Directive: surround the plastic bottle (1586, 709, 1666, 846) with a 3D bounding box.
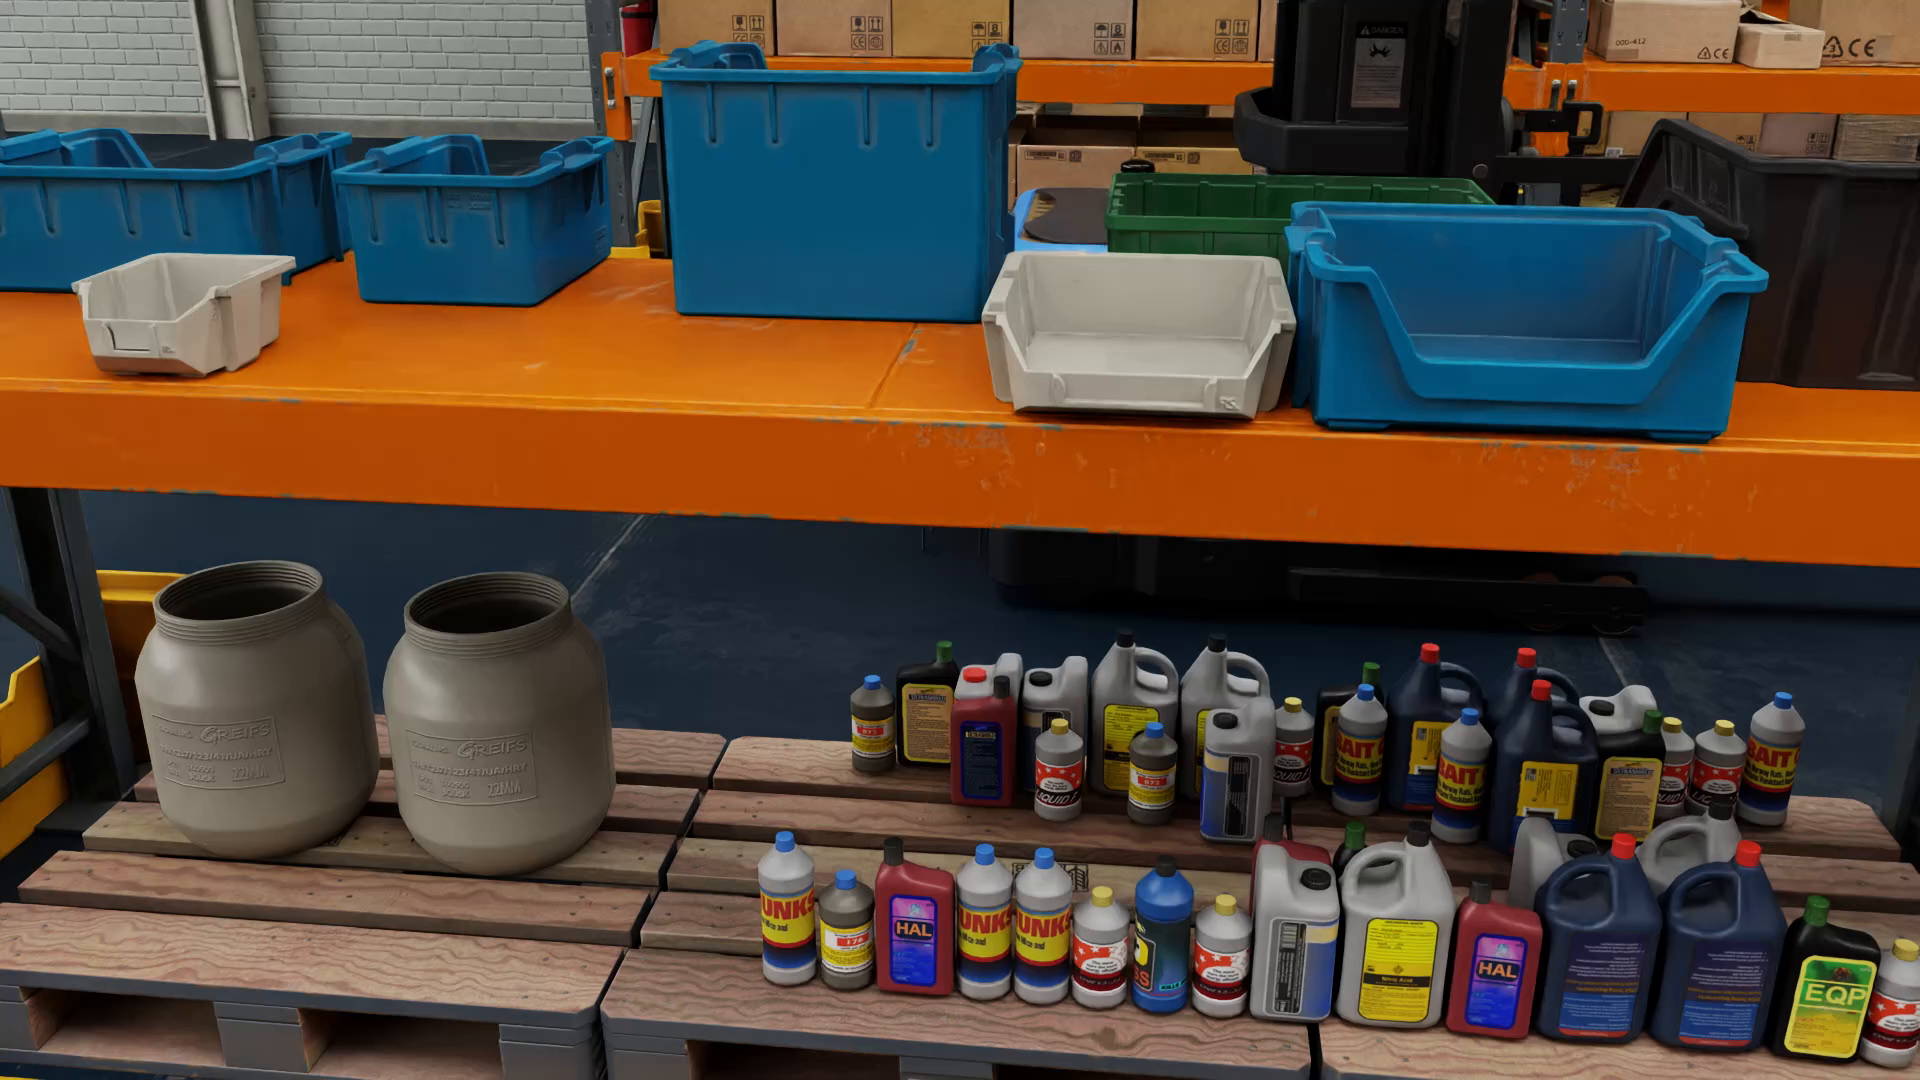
[{"bbox_3d":[1.309,0.466,3.278,0.133,0.283,0.061,2,22,6],"label":"plastic bottle"}]

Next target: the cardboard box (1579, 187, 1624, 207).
[{"bbox_3d":[2.878,-1.331,7.132,0.500,0.311,0.500,3,22,6],"label":"cardboard box"}]

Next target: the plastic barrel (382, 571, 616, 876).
[{"bbox_3d":[-0.902,0.357,3.270,0.421,0.512,0.421,0,22,0],"label":"plastic barrel"}]

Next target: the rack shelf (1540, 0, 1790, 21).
[{"bbox_3d":[5.062,-3.650,11.571,4.000,0.370,1.077,2,22,6],"label":"rack shelf"}]

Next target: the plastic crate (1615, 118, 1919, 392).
[{"bbox_3d":[1.405,-0.494,2.694,0.504,0.338,0.767,2,22,6],"label":"plastic crate"}]

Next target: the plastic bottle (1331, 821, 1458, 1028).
[{"bbox_3d":[0.725,0.628,2.775,0.185,0.351,0.144,2,22,6],"label":"plastic bottle"}]

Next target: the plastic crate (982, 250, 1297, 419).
[{"bbox_3d":[0.268,-0.309,2.501,0.437,0.136,0.530,2,22,6],"label":"plastic crate"}]

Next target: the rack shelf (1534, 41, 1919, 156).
[{"bbox_3d":[4.483,-1.841,6.996,4.000,0.370,1.077,2,22,6],"label":"rack shelf"}]

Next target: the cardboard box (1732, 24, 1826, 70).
[{"bbox_3d":[3.352,-2.033,6.843,0.250,0.149,0.380,2,22,6],"label":"cardboard box"}]

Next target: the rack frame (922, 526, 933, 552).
[{"bbox_3d":[-0.105,-0.563,5.231,0.006,1.200,0.240,2,22,6],"label":"rack frame"}]

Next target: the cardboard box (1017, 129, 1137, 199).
[{"bbox_3d":[0.520,-1.530,7.380,0.500,0.500,0.500,2,22,6],"label":"cardboard box"}]

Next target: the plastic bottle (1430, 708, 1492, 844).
[{"bbox_3d":[0.999,0.462,3.305,0.097,0.271,0.097,0,22,0],"label":"plastic bottle"}]

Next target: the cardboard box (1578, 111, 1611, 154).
[{"bbox_3d":[4.328,-3.083,11.961,0.500,0.500,0.700,2,22,5],"label":"cardboard box"}]

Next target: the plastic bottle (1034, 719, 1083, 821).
[{"bbox_3d":[0.202,0.462,3.398,0.097,0.201,0.097,0,22,0],"label":"plastic bottle"}]

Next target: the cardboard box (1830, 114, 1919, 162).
[{"bbox_3d":[6.327,-2.952,11.629,0.500,0.500,0.700,3,22,7],"label":"cardboard box"}]

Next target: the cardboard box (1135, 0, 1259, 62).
[{"bbox_3d":[1.033,-2.369,7.217,0.500,0.500,0.700,3,22,7],"label":"cardboard box"}]

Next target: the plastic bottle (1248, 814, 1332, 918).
[{"bbox_3d":[0.576,0.612,2.907,0.133,0.283,0.061,2,22,6],"label":"plastic bottle"}]

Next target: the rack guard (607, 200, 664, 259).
[{"bbox_3d":[-1.499,-1.274,7.982,0.348,0.500,1.175,2,22,6],"label":"rack guard"}]

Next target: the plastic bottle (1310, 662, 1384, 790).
[{"bbox_3d":[0.811,0.388,3.476,0.133,0.283,0.061,3,22,9],"label":"plastic bottle"}]

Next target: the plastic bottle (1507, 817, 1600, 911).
[{"bbox_3d":[1.038,0.622,2.893,0.135,0.276,0.152,2,22,6],"label":"plastic bottle"}]

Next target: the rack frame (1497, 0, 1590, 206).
[{"bbox_3d":[2.497,-2.262,7.082,0.127,3.000,1.000,2,22,6],"label":"rack frame"}]

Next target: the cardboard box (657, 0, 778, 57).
[{"bbox_3d":[-1.014,-2.457,7.439,0.500,0.500,0.700,3,22,6],"label":"cardboard box"}]

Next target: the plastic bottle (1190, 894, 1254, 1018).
[{"bbox_3d":[0.444,0.694,2.812,0.097,0.201,0.097,0,22,0],"label":"plastic bottle"}]

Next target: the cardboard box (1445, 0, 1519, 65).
[{"bbox_3d":[2.055,-2.326,7.107,0.500,0.500,0.700,2,22,5],"label":"cardboard box"}]

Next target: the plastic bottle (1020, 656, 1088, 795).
[{"bbox_3d":[0.198,0.381,3.502,0.135,0.276,0.152,2,22,5],"label":"plastic bottle"}]

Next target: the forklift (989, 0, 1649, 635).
[{"bbox_3d":[1.638,-1.297,4.735,3.031,2.935,1.130,2,22,5],"label":"forklift"}]

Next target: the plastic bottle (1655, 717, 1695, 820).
[{"bbox_3d":[1.443,0.460,3.404,0.097,0.201,0.097,0,22,0],"label":"plastic bottle"}]

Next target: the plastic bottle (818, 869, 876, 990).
[{"bbox_3d":[-0.196,0.666,2.882,0.097,0.201,0.097,0,22,0],"label":"plastic bottle"}]

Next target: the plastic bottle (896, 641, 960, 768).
[{"bbox_3d":[-0.069,0.349,3.572,0.133,0.283,0.061,3,22,8],"label":"plastic bottle"}]

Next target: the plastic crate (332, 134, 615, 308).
[{"bbox_3d":[-0.886,-0.615,3.119,0.408,0.251,0.499,2,22,6],"label":"plastic crate"}]

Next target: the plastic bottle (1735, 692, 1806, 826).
[{"bbox_3d":[1.645,0.436,3.369,0.097,0.271,0.097,0,22,0],"label":"plastic bottle"}]

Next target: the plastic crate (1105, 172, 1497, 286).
[{"bbox_3d":[0.595,-0.517,2.956,0.662,0.188,0.450,2,22,6],"label":"plastic crate"}]

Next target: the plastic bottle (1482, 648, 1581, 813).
[{"bbox_3d":[1.157,0.387,3.386,0.185,0.351,0.144,3,22,8],"label":"plastic bottle"}]

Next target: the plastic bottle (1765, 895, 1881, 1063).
[{"bbox_3d":[1.393,0.704,2.675,0.133,0.283,0.061,4,22,9],"label":"plastic bottle"}]

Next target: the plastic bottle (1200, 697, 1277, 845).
[{"bbox_3d":[0.555,0.450,3.327,0.135,0.276,0.152,2,22,6],"label":"plastic bottle"}]

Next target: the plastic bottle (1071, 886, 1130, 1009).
[{"bbox_3d":[0.240,0.685,2.834,0.097,0.201,0.097,0,22,0],"label":"plastic bottle"}]

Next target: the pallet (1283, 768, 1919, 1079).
[{"bbox_3d":[1.248,0.799,3.133,1.213,0.211,1.003,2,22,6],"label":"pallet"}]

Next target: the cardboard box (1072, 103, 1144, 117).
[{"bbox_3d":[1.069,-3.149,12.126,0.500,0.500,0.700,1,22,3],"label":"cardboard box"}]

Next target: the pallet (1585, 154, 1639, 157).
[{"bbox_3d":[5.064,-2.689,11.955,1.213,0.211,1.003,2,22,6],"label":"pallet"}]

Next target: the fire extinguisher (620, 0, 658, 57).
[{"bbox_3d":[-1.538,-2.574,7.976,0.183,0.674,0.296,2,22,6],"label":"fire extinguisher"}]

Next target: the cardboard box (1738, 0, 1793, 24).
[{"bbox_3d":[3.391,-2.229,7.180,0.258,0.266,0.396,2,22,5],"label":"cardboard box"}]

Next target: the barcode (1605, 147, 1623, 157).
[{"bbox_3d":[2.701,-1.588,6.872,0.075,0.075,0.001,2,22,6],"label":"barcode"}]

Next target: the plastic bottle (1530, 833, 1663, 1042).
[{"bbox_3d":[1.046,0.642,2.740,0.185,0.351,0.144,1,22,4],"label":"plastic bottle"}]

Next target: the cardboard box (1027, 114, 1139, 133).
[{"bbox_3d":[0.583,-1.726,7.875,0.500,0.500,0.500,2,22,6],"label":"cardboard box"}]

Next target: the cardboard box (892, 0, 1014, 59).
[{"bbox_3d":[0.001,-2.412,7.326,0.500,0.500,0.700,3,22,7],"label":"cardboard box"}]

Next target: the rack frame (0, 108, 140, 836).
[{"bbox_3d":[-2.062,-0.627,2.946,0.127,3.000,1.000,2,22,6],"label":"rack frame"}]

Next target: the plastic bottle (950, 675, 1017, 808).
[{"bbox_3d":[0.048,0.411,3.417,0.133,0.283,0.061,2,22,6],"label":"plastic bottle"}]

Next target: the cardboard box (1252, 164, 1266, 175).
[{"bbox_3d":[1.515,-1.494,7.287,0.500,0.500,0.500,2,22,6],"label":"cardboard box"}]

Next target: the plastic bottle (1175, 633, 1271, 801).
[{"bbox_3d":[0.548,0.360,3.453,0.185,0.351,0.144,2,22,6],"label":"plastic bottle"}]

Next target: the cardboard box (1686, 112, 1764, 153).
[{"bbox_3d":[5.332,-3.028,11.821,0.500,0.500,0.700,2,22,6],"label":"cardboard box"}]

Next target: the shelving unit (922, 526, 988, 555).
[{"bbox_3d":[-0.014,-0.559,5.221,0.189,1.200,0.258,2,22,6],"label":"shelving unit"}]

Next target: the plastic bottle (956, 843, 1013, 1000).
[{"bbox_3d":[0.042,0.644,2.843,0.097,0.271,0.097,0,22,0],"label":"plastic bottle"}]

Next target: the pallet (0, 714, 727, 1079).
[{"bbox_3d":[-1.175,0.693,3.400,1.213,0.211,1.003,2,22,6],"label":"pallet"}]
